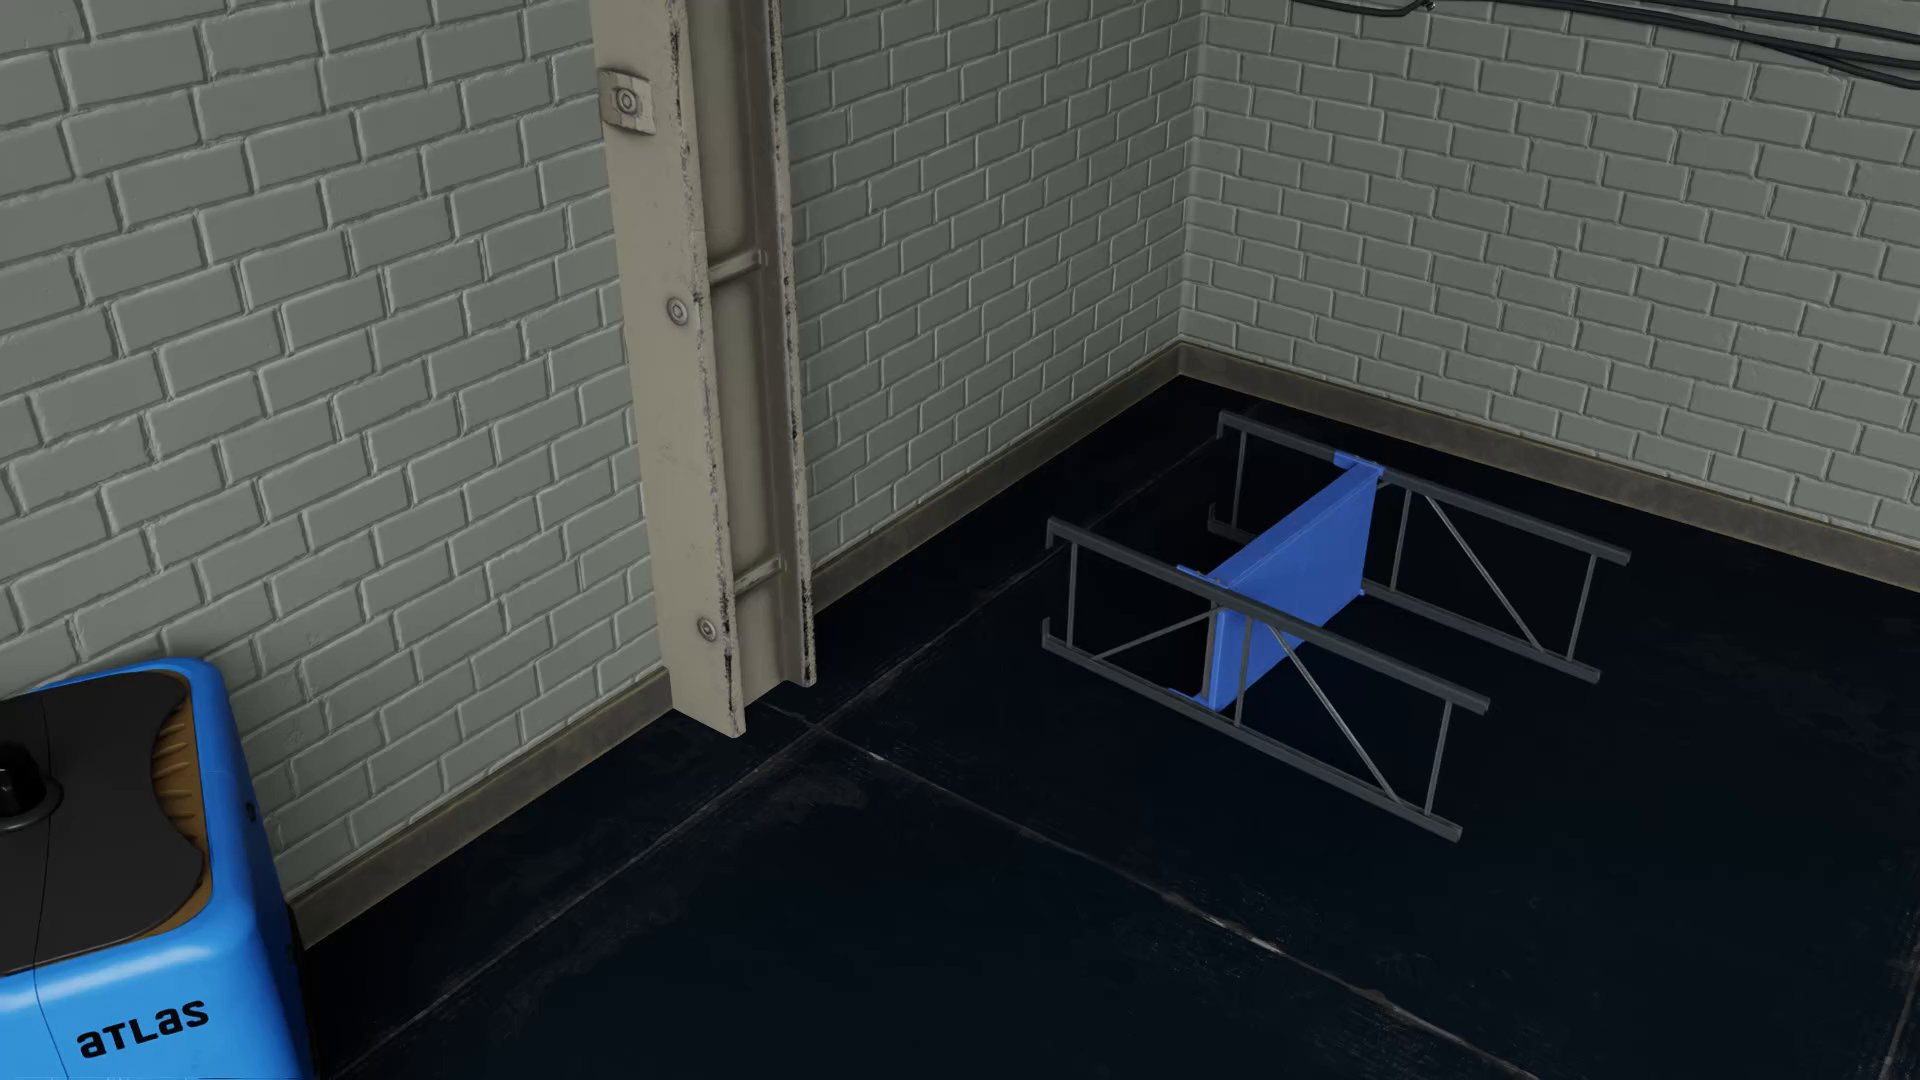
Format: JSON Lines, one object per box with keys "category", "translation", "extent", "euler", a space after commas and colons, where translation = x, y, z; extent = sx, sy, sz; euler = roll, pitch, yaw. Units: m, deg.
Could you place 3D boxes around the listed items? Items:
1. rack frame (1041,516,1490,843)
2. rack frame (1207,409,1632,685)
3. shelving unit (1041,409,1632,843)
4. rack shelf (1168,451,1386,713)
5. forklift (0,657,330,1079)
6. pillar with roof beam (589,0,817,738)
{"category": "rack frame", "translation": [0.859, 0.396, 5.056], "extent": [1.500, 0.500, 0.032], "euler": [24, 38, 33]}
{"category": "rack frame", "translation": [1.514, -0.001, 5.725], "extent": [1.500, 0.500, 0.032], "euler": [24, 38, 33]}
{"category": "shelving unit", "translation": [1.186, 0.197, 5.390], "extent": [1.500, 0.538, 1.048], "euler": [24, 38, 33]}
{"category": "rack shelf", "translation": [1.049, 0.136, 5.489], "extent": [0.185, 0.538, 1.000], "euler": [24, 38, 33]}
{"category": "forklift", "translation": [-2.837, 0.443, 2.628], "extent": [3.031, 2.935, 1.130], "euler": [-13, 33, -21]}
{"category": "pillar with roof beam", "translation": [2.725, -2.052, 0.886], "extent": [9.100, 9.000, 0.400], "euler": [21, 37, 31]}
